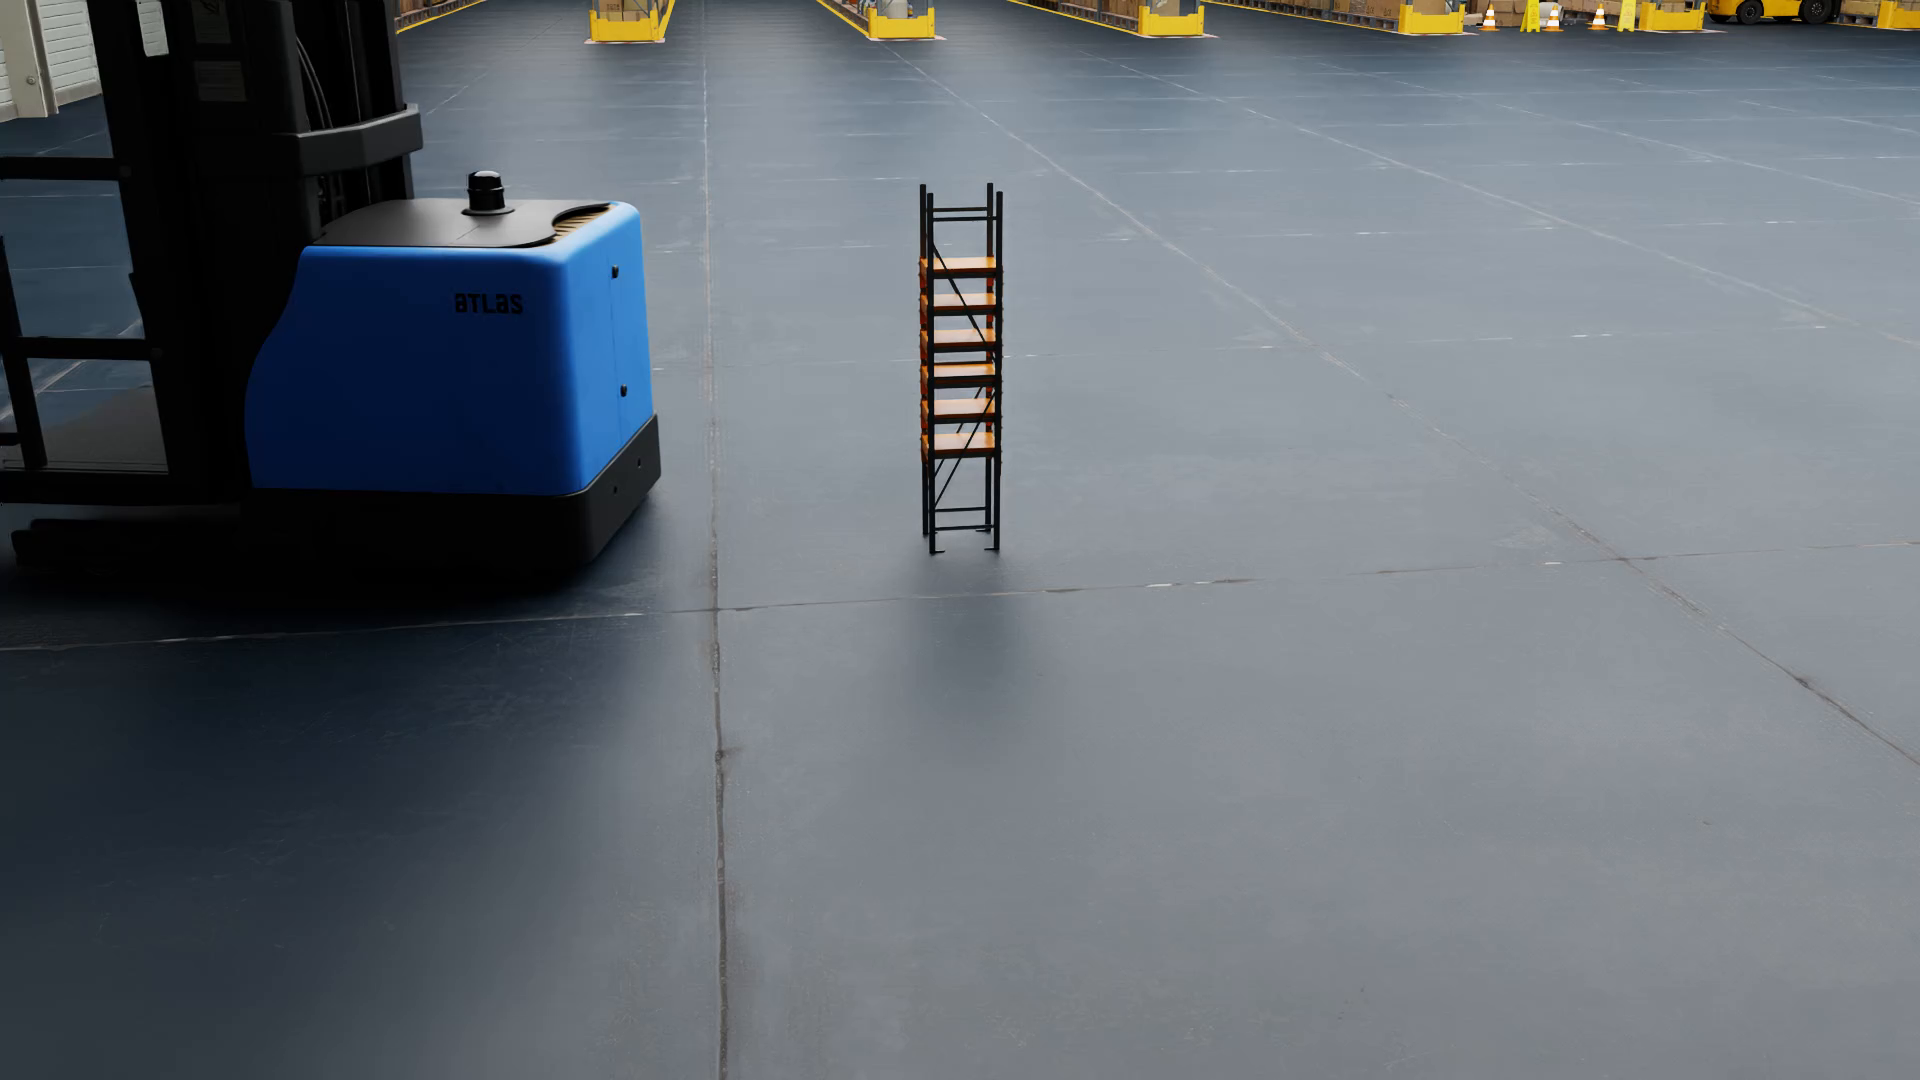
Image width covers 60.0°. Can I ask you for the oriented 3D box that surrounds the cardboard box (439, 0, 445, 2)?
[{"bbox_3d":[-12.051,-12.501,37.373,0.750,0.750,0.750,-3,21,-8],"label":"cardboard box"}]

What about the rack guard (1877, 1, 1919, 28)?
[{"bbox_3d":[18.624,-10.299,32.576,1.175,0.500,0.348,-3,21,-8],"label":"rack guard"}]

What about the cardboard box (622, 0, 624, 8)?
[{"bbox_3d":[-6.431,-10.004,30.473,0.500,0.500,0.500,-3,21,-8],"label":"cardboard box"}]

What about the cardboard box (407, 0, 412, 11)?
[{"bbox_3d":[-11.741,-11.181,34.308,0.700,0.500,0.500,-3,21,-8],"label":"cardboard box"}]

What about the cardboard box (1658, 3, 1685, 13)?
[{"bbox_3d":[13.867,-10.428,32.679,0.500,0.250,0.500,-3,21,-8],"label":"cardboard box"}]

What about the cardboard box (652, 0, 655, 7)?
[{"bbox_3d":[-5.971,-10.204,31.009,0.500,0.500,0.500,-3,21,-8],"label":"cardboard box"}]

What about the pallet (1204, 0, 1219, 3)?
[{"bbox_3d":[6.964,-14.021,42.954,1.003,0.211,1.213,-3,21,-8],"label":"pallet"}]

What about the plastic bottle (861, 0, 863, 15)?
[{"bbox_3d":[-1.889,-10.549,32.937,0.152,0.276,0.135,-2,21,-6],"label":"plastic bottle"}]

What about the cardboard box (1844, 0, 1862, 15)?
[{"bbox_3d":[18.178,-10.706,33.423,0.500,0.250,0.500,-3,21,-8],"label":"cardboard box"}]

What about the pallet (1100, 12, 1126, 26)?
[{"bbox_3d":[3.458,-10.574,33.727,1.003,0.211,1.213,-3,21,-8],"label":"pallet"}]

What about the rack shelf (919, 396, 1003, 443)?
[{"bbox_3d":[0.002,-0.403,5.550,0.258,0.103,0.180,-3,21,-8],"label":"rack shelf"}]

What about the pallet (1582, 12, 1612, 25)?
[{"bbox_3d":[13.444,-10.651,33.931,1.003,0.211,1.213,-3,21,-8],"label":"pallet"}]

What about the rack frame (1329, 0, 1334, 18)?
[{"bbox_3d":[8.249,-12.327,34.433,1.000,3.000,0.127,-3,21,-8],"label":"rack frame"}]

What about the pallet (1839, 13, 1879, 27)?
[{"bbox_3d":[18.469,-10.434,33.352,1.003,0.211,1.213,-3,21,-8],"label":"pallet"}]

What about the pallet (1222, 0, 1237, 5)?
[{"bbox_3d":[7.210,-13.521,41.615,1.003,0.211,1.213,-3,21,-8],"label":"pallet"}]

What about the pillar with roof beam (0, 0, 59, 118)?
[{"bbox_3d":[-5.769,-9.049,17.081,9.100,9.000,0.400,-3,21,-8],"label":"pillar with roof beam"}]

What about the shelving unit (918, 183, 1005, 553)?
[{"bbox_3d":[0.002,-0.557,5.493,0.258,1.200,0.189,-3,21,-8],"label":"shelving unit"}]

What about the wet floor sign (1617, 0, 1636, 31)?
[{"bbox_3d":[12.678,-10.004,31.578,0.267,0.644,0.232,4,21,11],"label":"wet floor sign"}]

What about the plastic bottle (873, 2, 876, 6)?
[{"bbox_3d":[-1.638,-10.295,32.257,0.152,0.276,0.135,-3,21,-8],"label":"plastic bottle"}]

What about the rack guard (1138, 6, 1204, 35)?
[{"bbox_3d":[3.892,-9.582,30.656,1.175,0.500,0.348,-3,21,-8],"label":"rack guard"}]

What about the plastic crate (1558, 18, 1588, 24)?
[{"bbox_3d":[12.548,-10.659,34.139,0.402,0.080,0.583,-11,23,-26],"label":"plastic crate"}]

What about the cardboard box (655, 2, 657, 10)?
[{"bbox_3d":[-6.194,-10.372,32.529,0.500,0.250,0.500,-3,21,-8],"label":"cardboard box"}]

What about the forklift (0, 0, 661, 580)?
[{"bbox_3d":[-2.649,-1.437,5.375,3.031,2.935,1.130,2,21,4],"label":"forklift"}]

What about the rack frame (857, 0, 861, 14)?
[{"bbox_3d":[-1.575,-11.862,33.188,1.000,3.000,0.127,-3,21,-8],"label":"rack frame"}]

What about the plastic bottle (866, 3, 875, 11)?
[{"bbox_3d":[-1.706,-10.109,31.760,0.152,0.276,0.135,-3,21,-7],"label":"plastic bottle"}]

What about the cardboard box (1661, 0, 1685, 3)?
[{"bbox_3d":[13.863,-10.788,32.570,0.500,0.500,0.500,-4,21,-10],"label":"cardboard box"}]

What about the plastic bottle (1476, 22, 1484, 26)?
[{"bbox_3d":[10.404,-10.294,33.190,0.133,0.061,0.283,-11,23,-26],"label":"plastic bottle"}]

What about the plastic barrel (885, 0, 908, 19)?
[{"bbox_3d":[-1.169,-9.732,30.441,0.421,0.512,0.421,0,20,0],"label":"plastic barrel"}]

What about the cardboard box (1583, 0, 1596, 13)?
[{"bbox_3d":[13.118,-10.934,34.034,0.500,0.250,0.500,-3,21,-8],"label":"cardboard box"}]

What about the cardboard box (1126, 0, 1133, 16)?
[{"bbox_3d":[3.602,-10.588,32.749,0.500,0.500,0.500,-5,21,-13],"label":"cardboard box"}]

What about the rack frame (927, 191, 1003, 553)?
[{"bbox_3d":[0.015,-0.525,5.408,0.240,1.200,0.006,-3,21,-8],"label":"rack frame"}]

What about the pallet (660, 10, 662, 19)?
[{"bbox_3d":[-6.973,-11.405,35.950,1.003,0.211,1.213,-3,21,-8],"label":"pallet"}]

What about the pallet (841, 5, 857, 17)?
[{"bbox_3d":[-2.078,-11.670,36.660,1.003,0.211,1.213,-3,21,-8],"label":"pallet"}]

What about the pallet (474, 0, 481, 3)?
[{"bbox_3d":[-12.915,-13.938,42.731,1.003,0.211,1.213,-3,21,-8],"label":"pallet"}]

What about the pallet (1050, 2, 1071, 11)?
[{"bbox_3d":[2.711,-12.467,38.793,1.003,0.211,1.213,-3,21,-8],"label":"pallet"}]

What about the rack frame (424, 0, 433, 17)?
[{"bbox_3d":[-11.955,-12.747,35.558,1.000,3.000,0.127,-3,21,-8],"label":"rack frame"}]

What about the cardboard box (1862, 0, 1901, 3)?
[{"bbox_3d":[18.241,-10.774,32.890,0.500,0.250,0.500,-3,21,-8],"label":"cardboard box"}]

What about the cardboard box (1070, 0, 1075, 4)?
[{"bbox_3d":[2.866,-12.301,37.307,0.700,0.500,0.500,-4,21,-11],"label":"cardboard box"}]

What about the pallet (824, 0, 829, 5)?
[{"bbox_3d":[-2.872,-13.578,41.768,1.003,0.211,1.213,-3,21,-8],"label":"pallet"}]

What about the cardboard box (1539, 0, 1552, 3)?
[{"bbox_3d":[11.941,-11.002,34.455,0.500,0.500,0.500,12,24,29],"label":"cardboard box"}]

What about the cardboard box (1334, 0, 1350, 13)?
[{"bbox_3d":[8.271,-11.307,34.138,0.875,0.875,0.875,-3,21,-7],"label":"cardboard box"}]

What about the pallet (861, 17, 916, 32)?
[{"bbox_3d":[-1.340,-9.897,31.914,1.003,0.211,1.213,-3,21,-8],"label":"pallet"}]

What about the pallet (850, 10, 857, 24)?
[{"bbox_3d":[-1.726,-10.825,34.398,1.003,0.211,1.213,-3,21,-8],"label":"pallet"}]

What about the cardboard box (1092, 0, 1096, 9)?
[{"bbox_3d":[3.209,-11.526,35.234,0.700,0.500,0.500,-3,21,-8],"label":"cardboard box"}]

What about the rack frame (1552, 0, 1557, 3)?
[{"bbox_3d":[13.133,-12.611,35.195,1.000,3.000,0.127,-3,21,-8],"label":"rack frame"}]

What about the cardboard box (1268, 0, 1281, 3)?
[{"bbox_3d":[7.671,-12.639,37.884,1.050,0.750,0.750,-3,21,-8],"label":"cardboard box"}]
